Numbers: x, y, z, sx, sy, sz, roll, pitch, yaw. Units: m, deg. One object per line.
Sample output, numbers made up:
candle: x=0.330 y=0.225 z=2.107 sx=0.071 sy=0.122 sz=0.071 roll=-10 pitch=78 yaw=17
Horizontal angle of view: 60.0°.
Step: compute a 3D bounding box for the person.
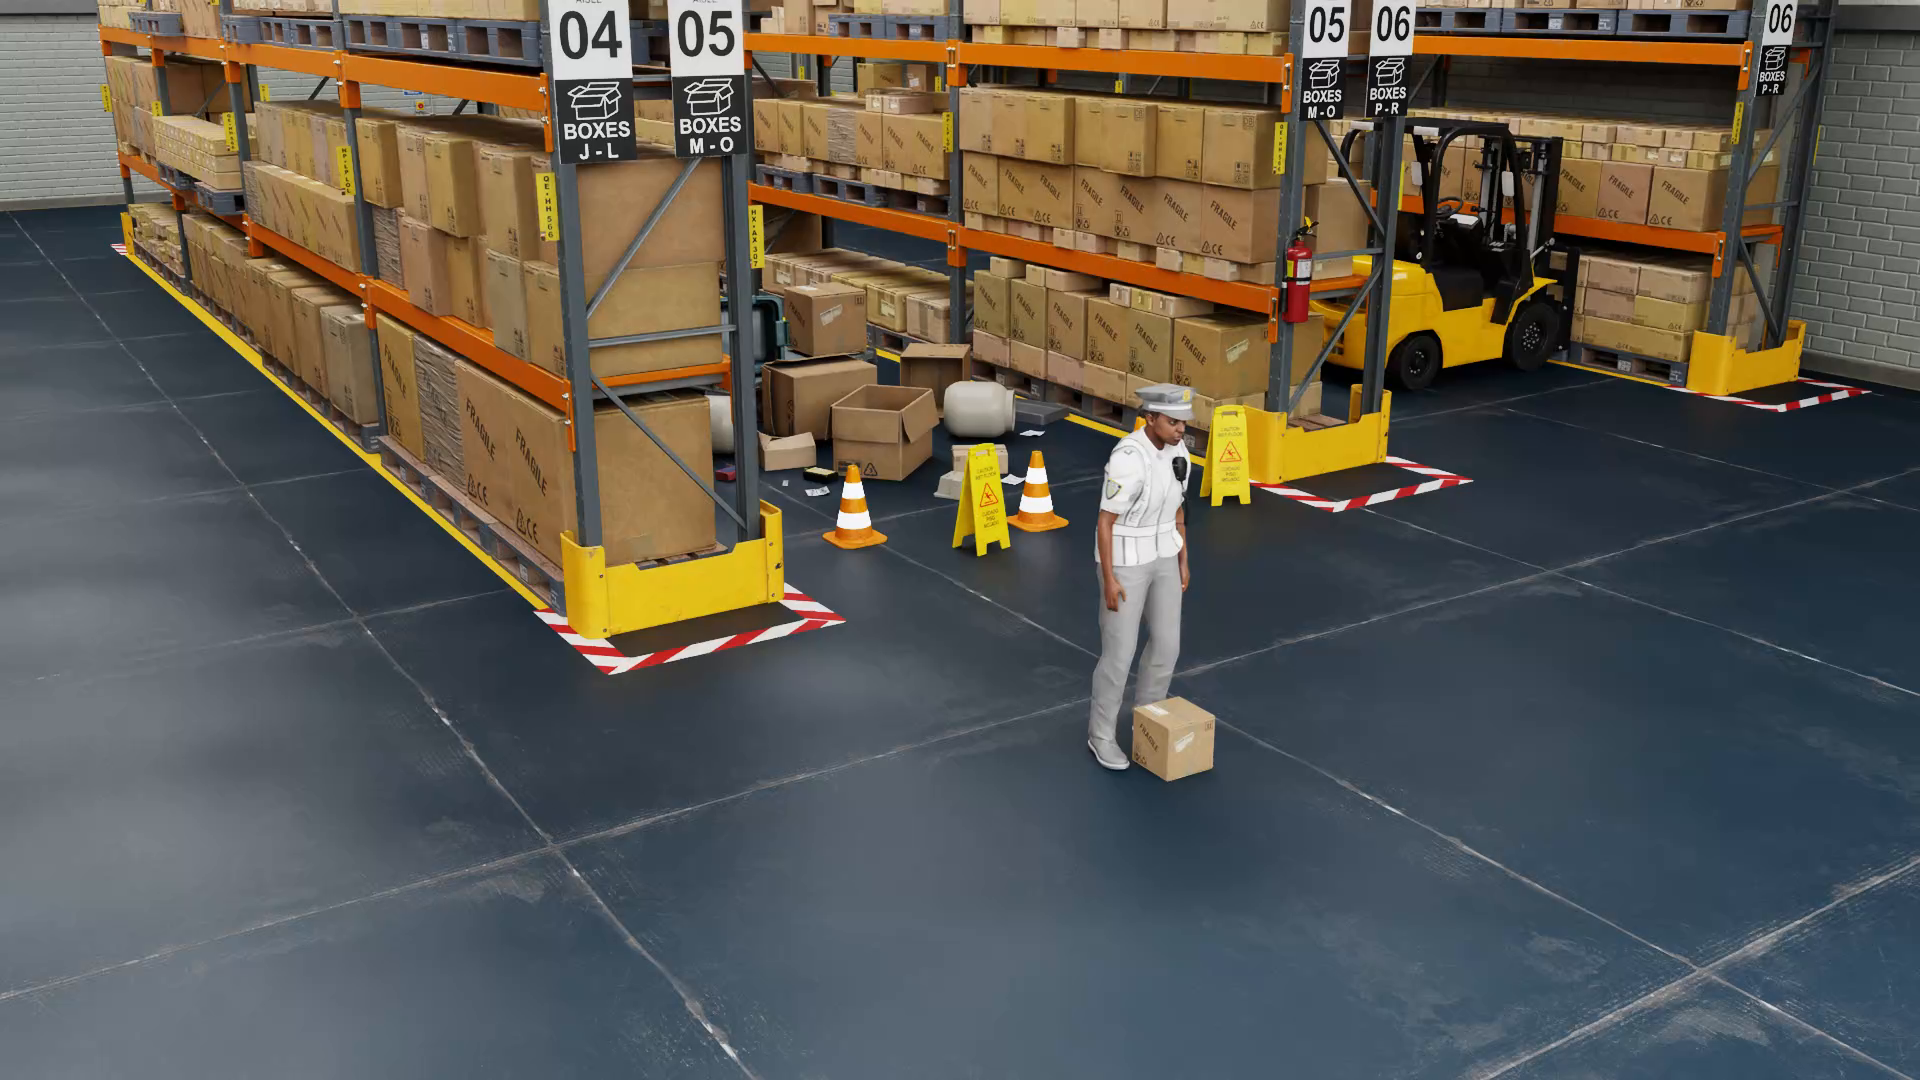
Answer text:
person: x=0.786 y=0.130 z=7.161 sx=0.530 sy=1.660 sz=0.398 roll=-13 pitch=22 yaw=-35
